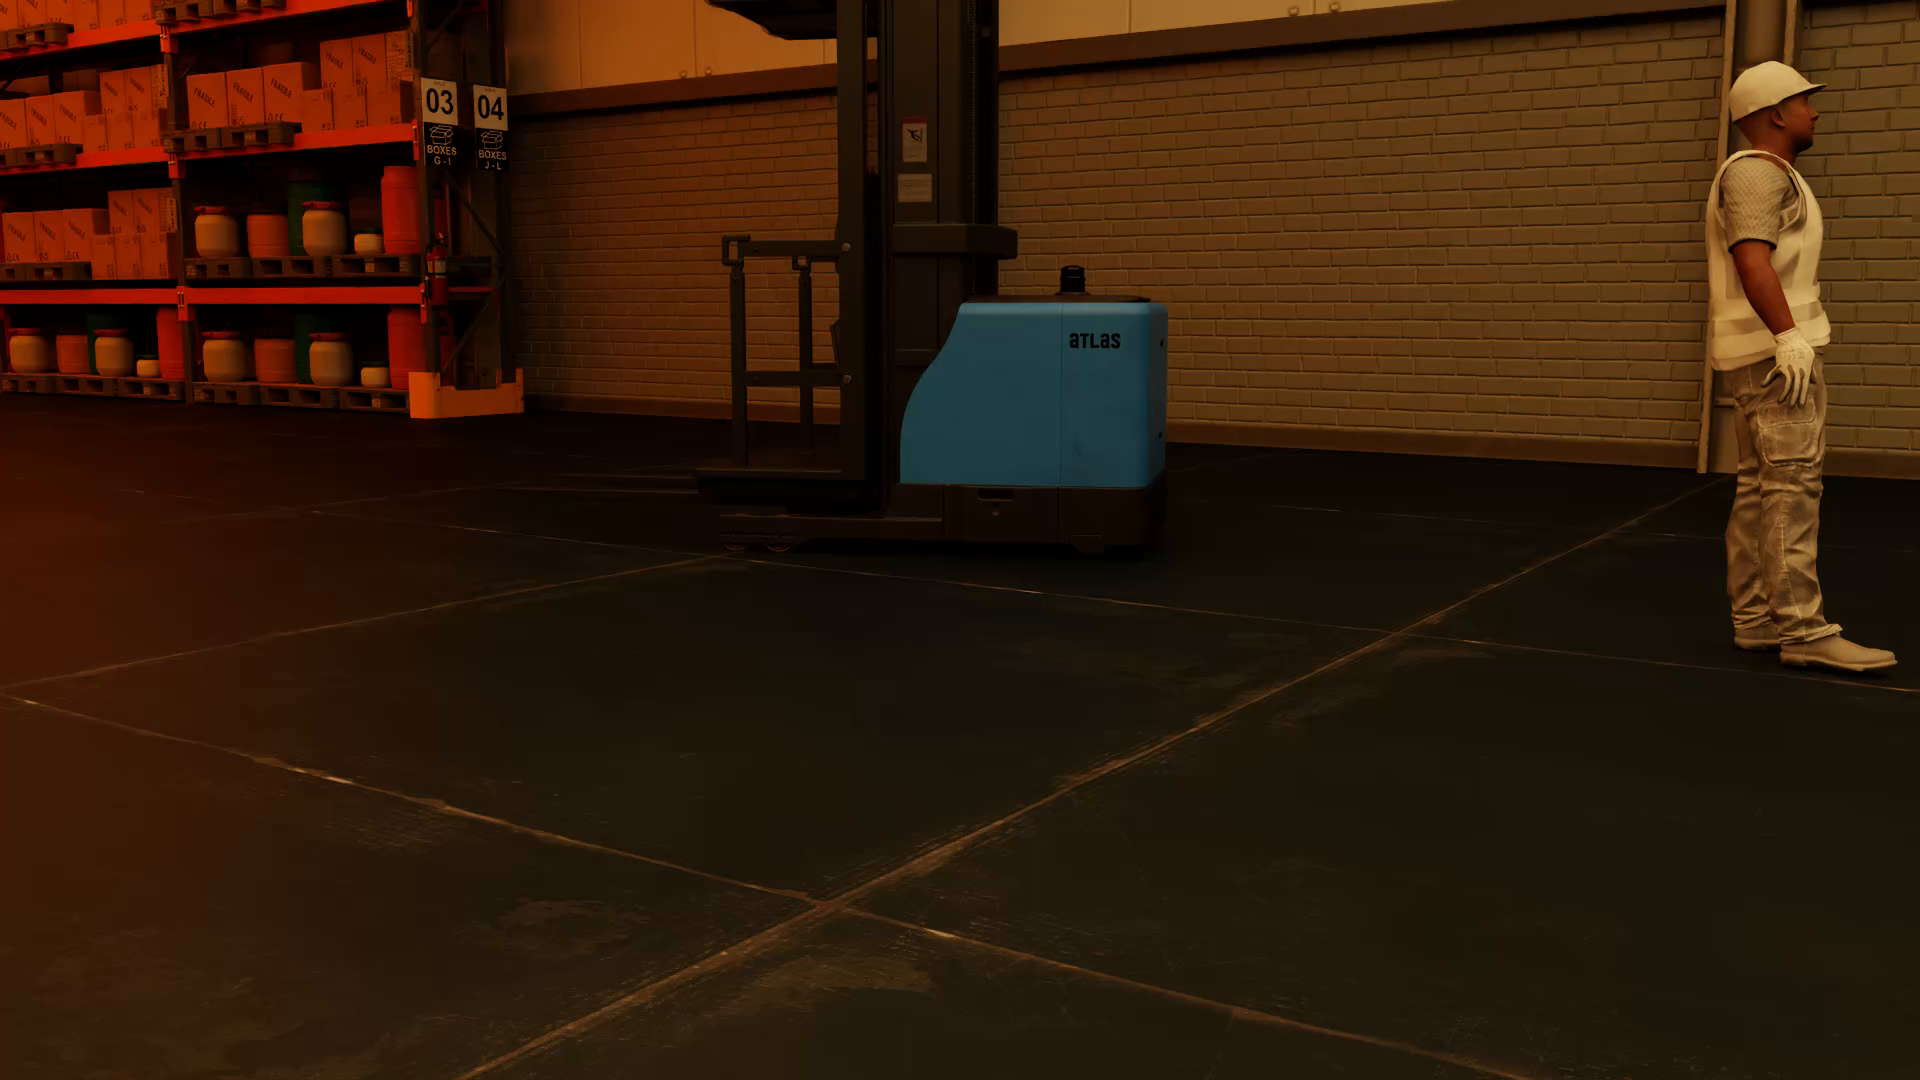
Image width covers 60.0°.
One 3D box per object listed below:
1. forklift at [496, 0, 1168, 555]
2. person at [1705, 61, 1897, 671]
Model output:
[{"bbox_3d":[-0.596,-1.469,7.520,3.031,2.935,1.130,2,8,12],"label":"forklift"},{"bbox_3d":[2.544,-0.542,5.033,0.575,1.785,0.656,3,9,23],"label":"person"}]
